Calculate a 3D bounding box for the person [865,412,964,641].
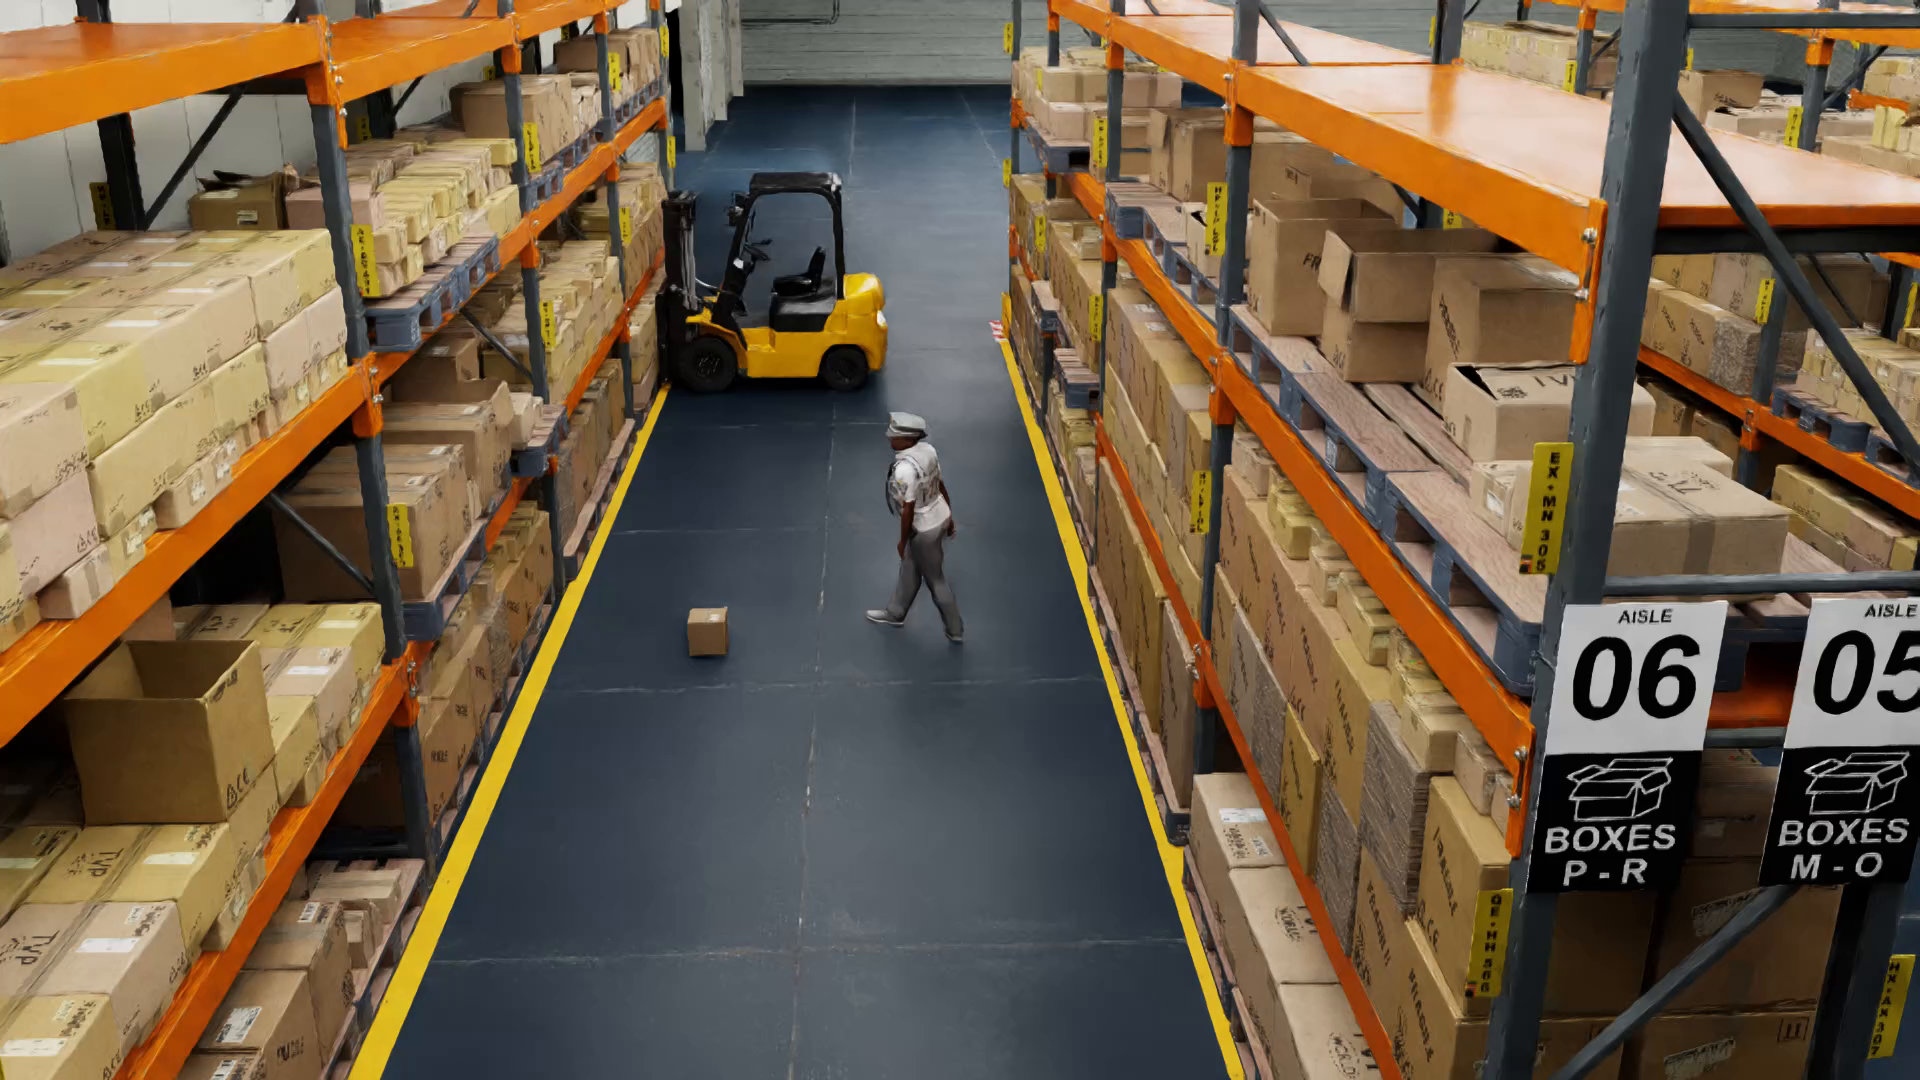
[{"bbox_3d":[-0.343,-0.093,11.333,0.761,1.645,0.532,9,22,22],"label":"person"}]
